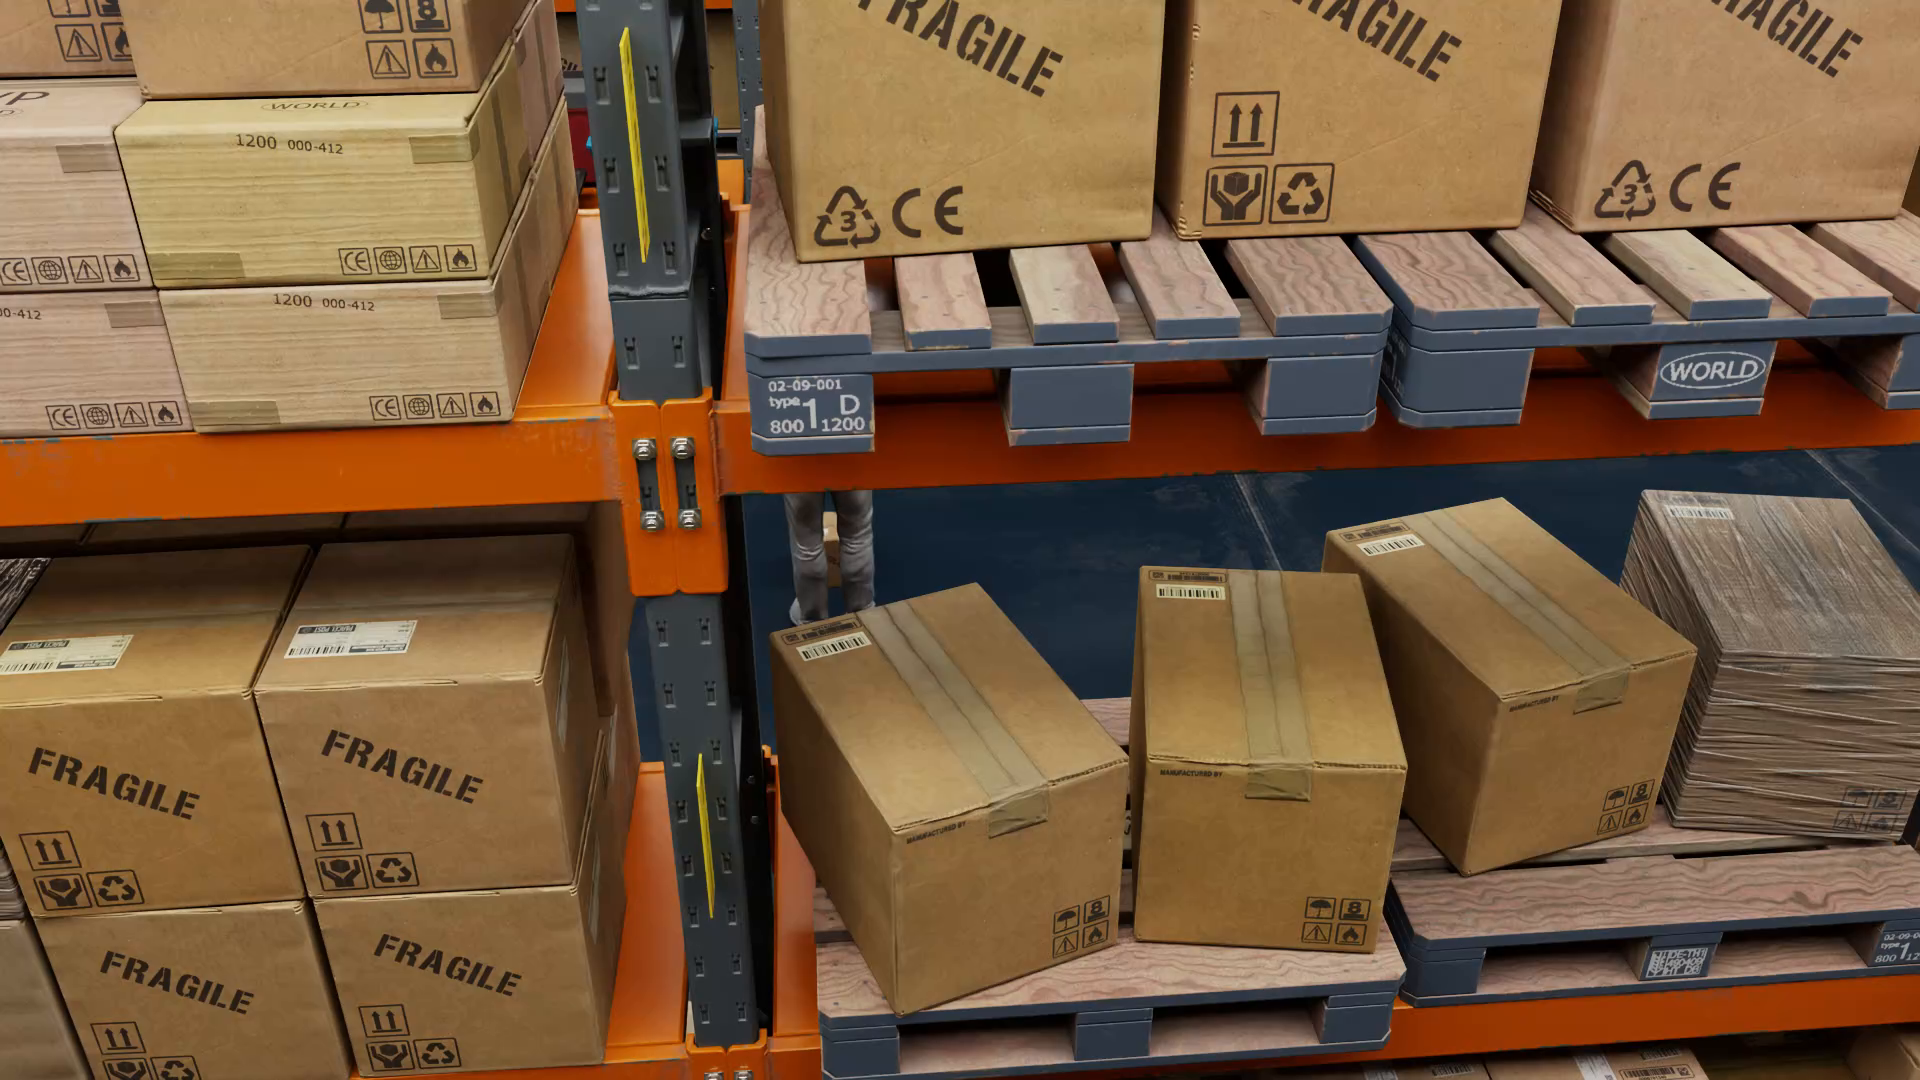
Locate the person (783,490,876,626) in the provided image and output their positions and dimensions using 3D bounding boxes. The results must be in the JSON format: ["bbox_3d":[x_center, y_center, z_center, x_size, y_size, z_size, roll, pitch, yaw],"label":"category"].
[{"bbox_3d":[-0.563,-0.372,6.697,0.586,1.781,0.402,-6,31,-10],"label":"person"}]
